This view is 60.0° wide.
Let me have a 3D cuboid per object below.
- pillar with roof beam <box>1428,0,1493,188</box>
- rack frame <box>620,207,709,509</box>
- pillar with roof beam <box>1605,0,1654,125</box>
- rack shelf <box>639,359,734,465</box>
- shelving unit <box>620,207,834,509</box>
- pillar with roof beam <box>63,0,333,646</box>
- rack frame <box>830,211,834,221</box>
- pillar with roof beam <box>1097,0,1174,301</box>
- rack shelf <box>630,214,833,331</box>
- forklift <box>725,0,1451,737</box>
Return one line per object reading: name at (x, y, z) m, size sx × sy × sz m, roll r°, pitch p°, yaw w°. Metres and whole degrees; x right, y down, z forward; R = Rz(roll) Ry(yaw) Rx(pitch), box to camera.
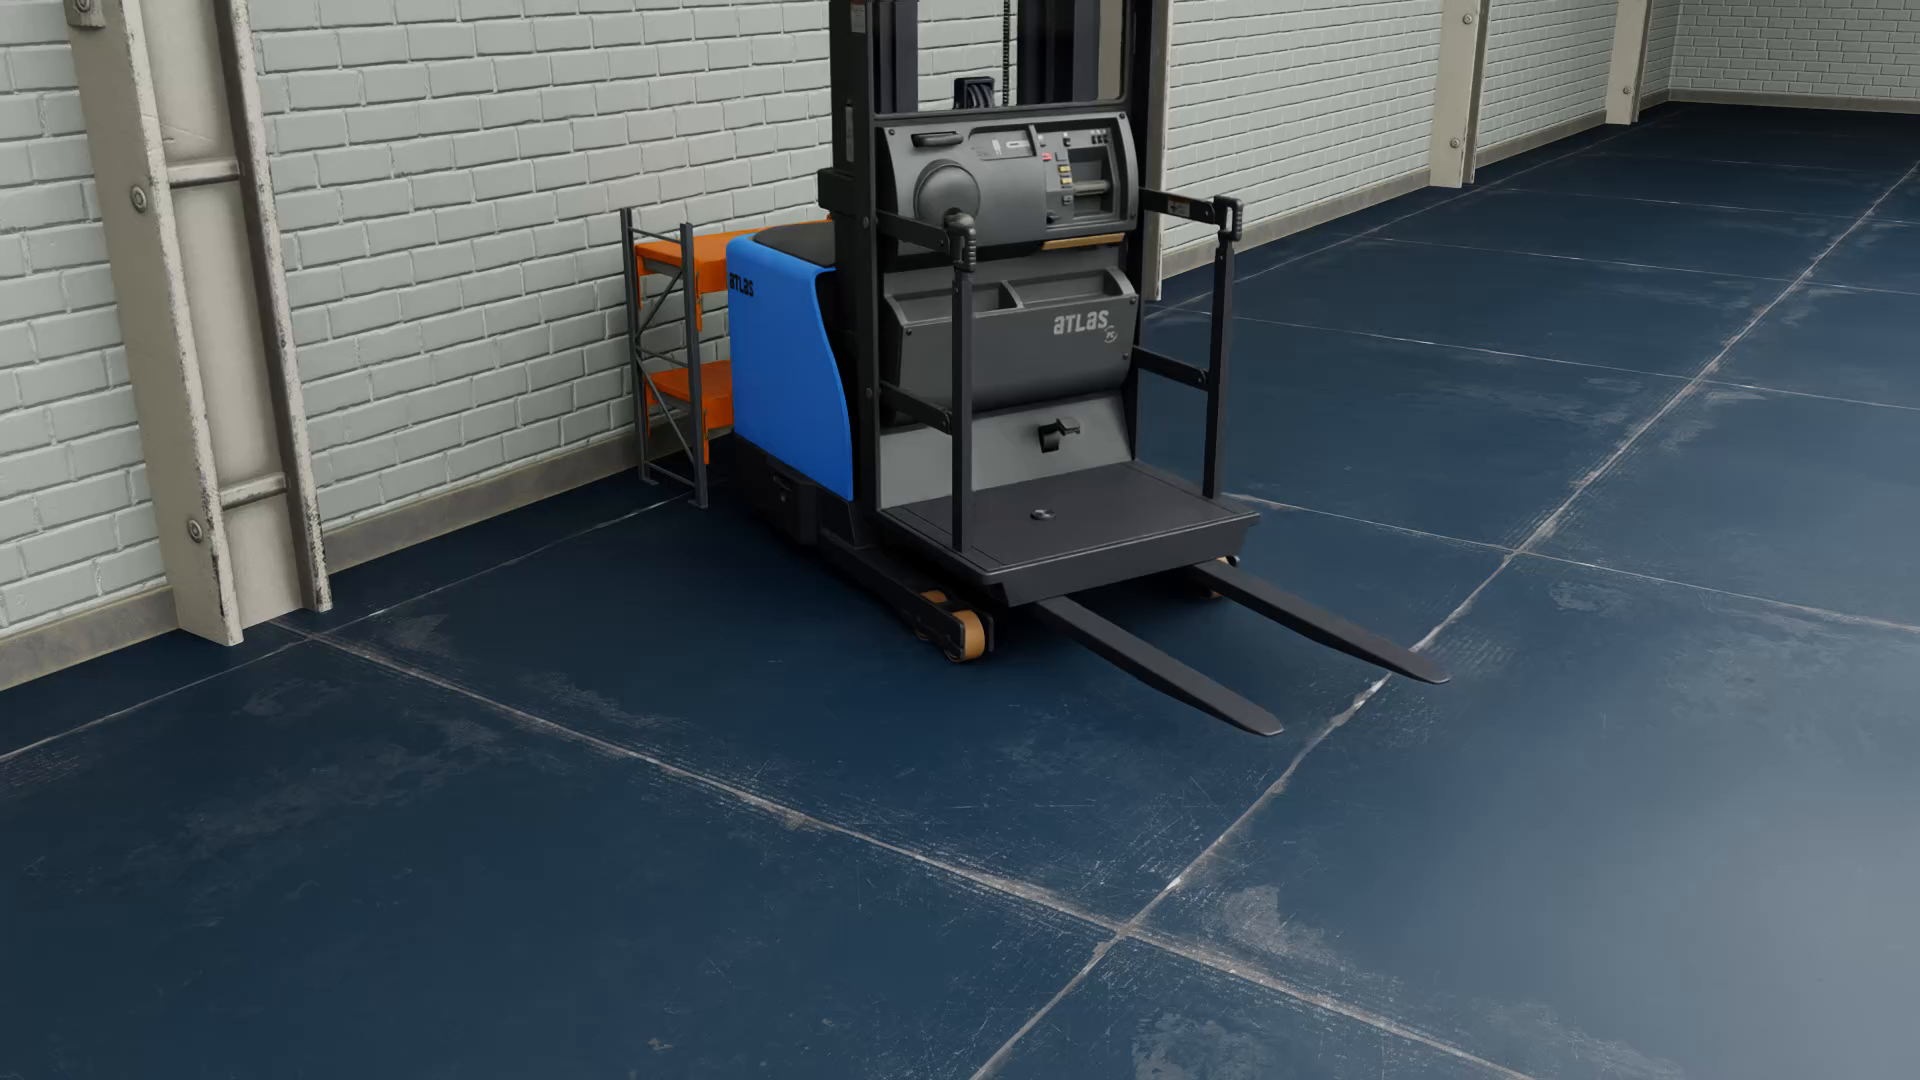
pillar with roof beam at (7.942, -6.568, 11.051) m, size 9.100 × 9.000 × 0.400 m, roll 13°, pitch 24°, yaw 32°
rack frame at (-1.173, -0.720, 6.591) m, size 0.032 × 1.125 × 0.500 m, roll -16°, pitch 26°, yaw -37°
pillar with roof beam at (11.315, -8.290, 15.705) m, size 9.100 × 9.000 × 0.400 m, roll 13°, pitch 24°, yaw 32°
rack shelf at (-0.783, -0.604, 6.982) m, size 1.000 × 0.278 × 0.538 m, roll -16°, pitch 26°, yaw -37°
shelving unit at (-0.783, -0.834, 6.897) m, size 1.048 × 1.125 × 0.538 m, roll -16°, pitch 26°, yaw -37°
pillar with roof beam at (1.197, -3.125, 1.743) m, size 9.100 × 9.000 × 0.400 m, roll 13°, pitch 24°, yaw 32°
rack frame at (-0.393, -0.947, 7.203) m, size 0.032 × 1.125 × 0.500 m, roll -16°, pitch 26°, yaw -37°
pillar with roof beam at (4.569, -4.847, 6.397) m, size 9.100 × 9.000 × 0.400 m, roll 13°, pitch 24°, yaw 32°
rack shelf at (-0.783, -1.108, 6.796) m, size 1.000 × 0.278 × 0.538 m, roll -16°, pitch 26°, yaw -37°
forklift at (0.290, -1.173, 5.210) m, size 1.130 × 2.935 × 3.031 m, roll -12°, pitch 23°, yaw -29°
